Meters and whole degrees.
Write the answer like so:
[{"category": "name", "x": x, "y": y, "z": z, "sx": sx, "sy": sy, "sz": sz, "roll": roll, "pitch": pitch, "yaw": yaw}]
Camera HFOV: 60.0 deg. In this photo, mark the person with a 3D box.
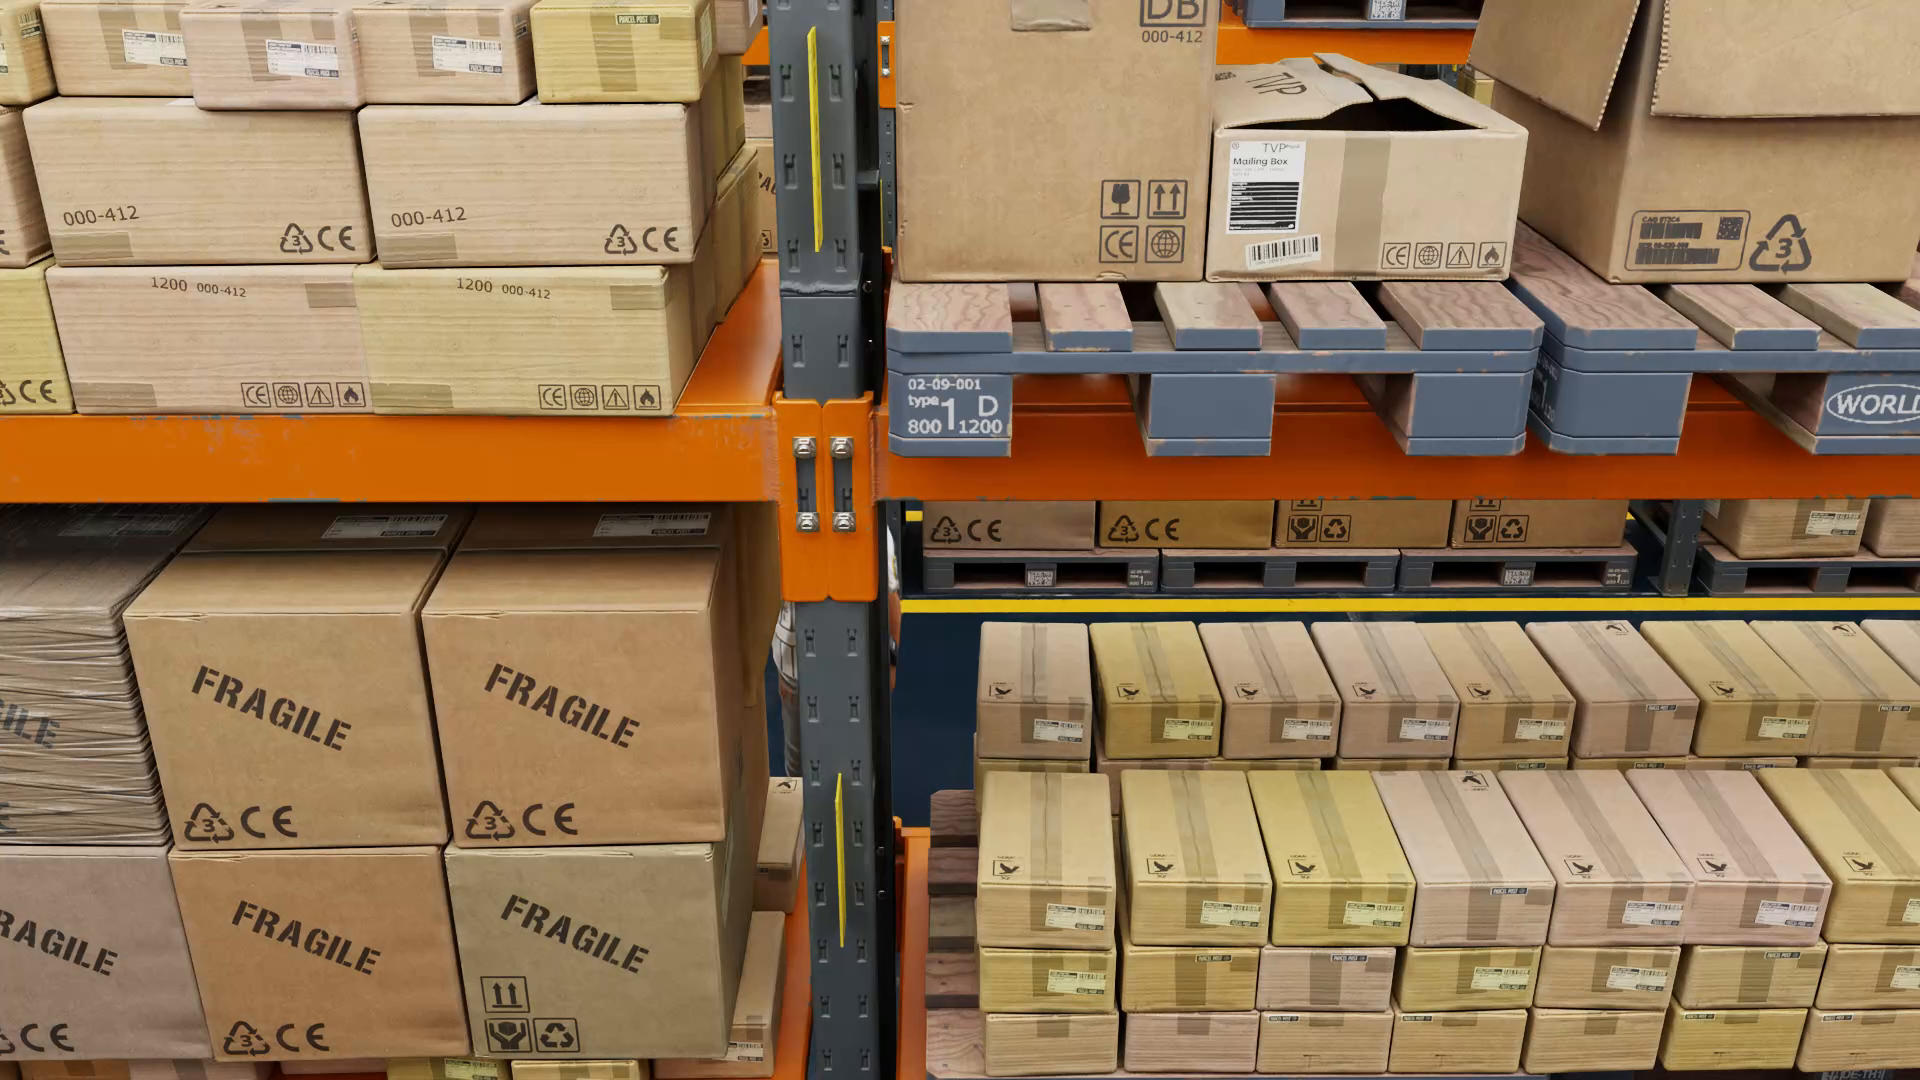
[{"category": "person", "x": -0.446, "y": 0.472, "z": 6.038, "sx": 0.468, "sy": 1.668, "sz": 0.383, "roll": 0, "pitch": 24, "yaw": 0}]
